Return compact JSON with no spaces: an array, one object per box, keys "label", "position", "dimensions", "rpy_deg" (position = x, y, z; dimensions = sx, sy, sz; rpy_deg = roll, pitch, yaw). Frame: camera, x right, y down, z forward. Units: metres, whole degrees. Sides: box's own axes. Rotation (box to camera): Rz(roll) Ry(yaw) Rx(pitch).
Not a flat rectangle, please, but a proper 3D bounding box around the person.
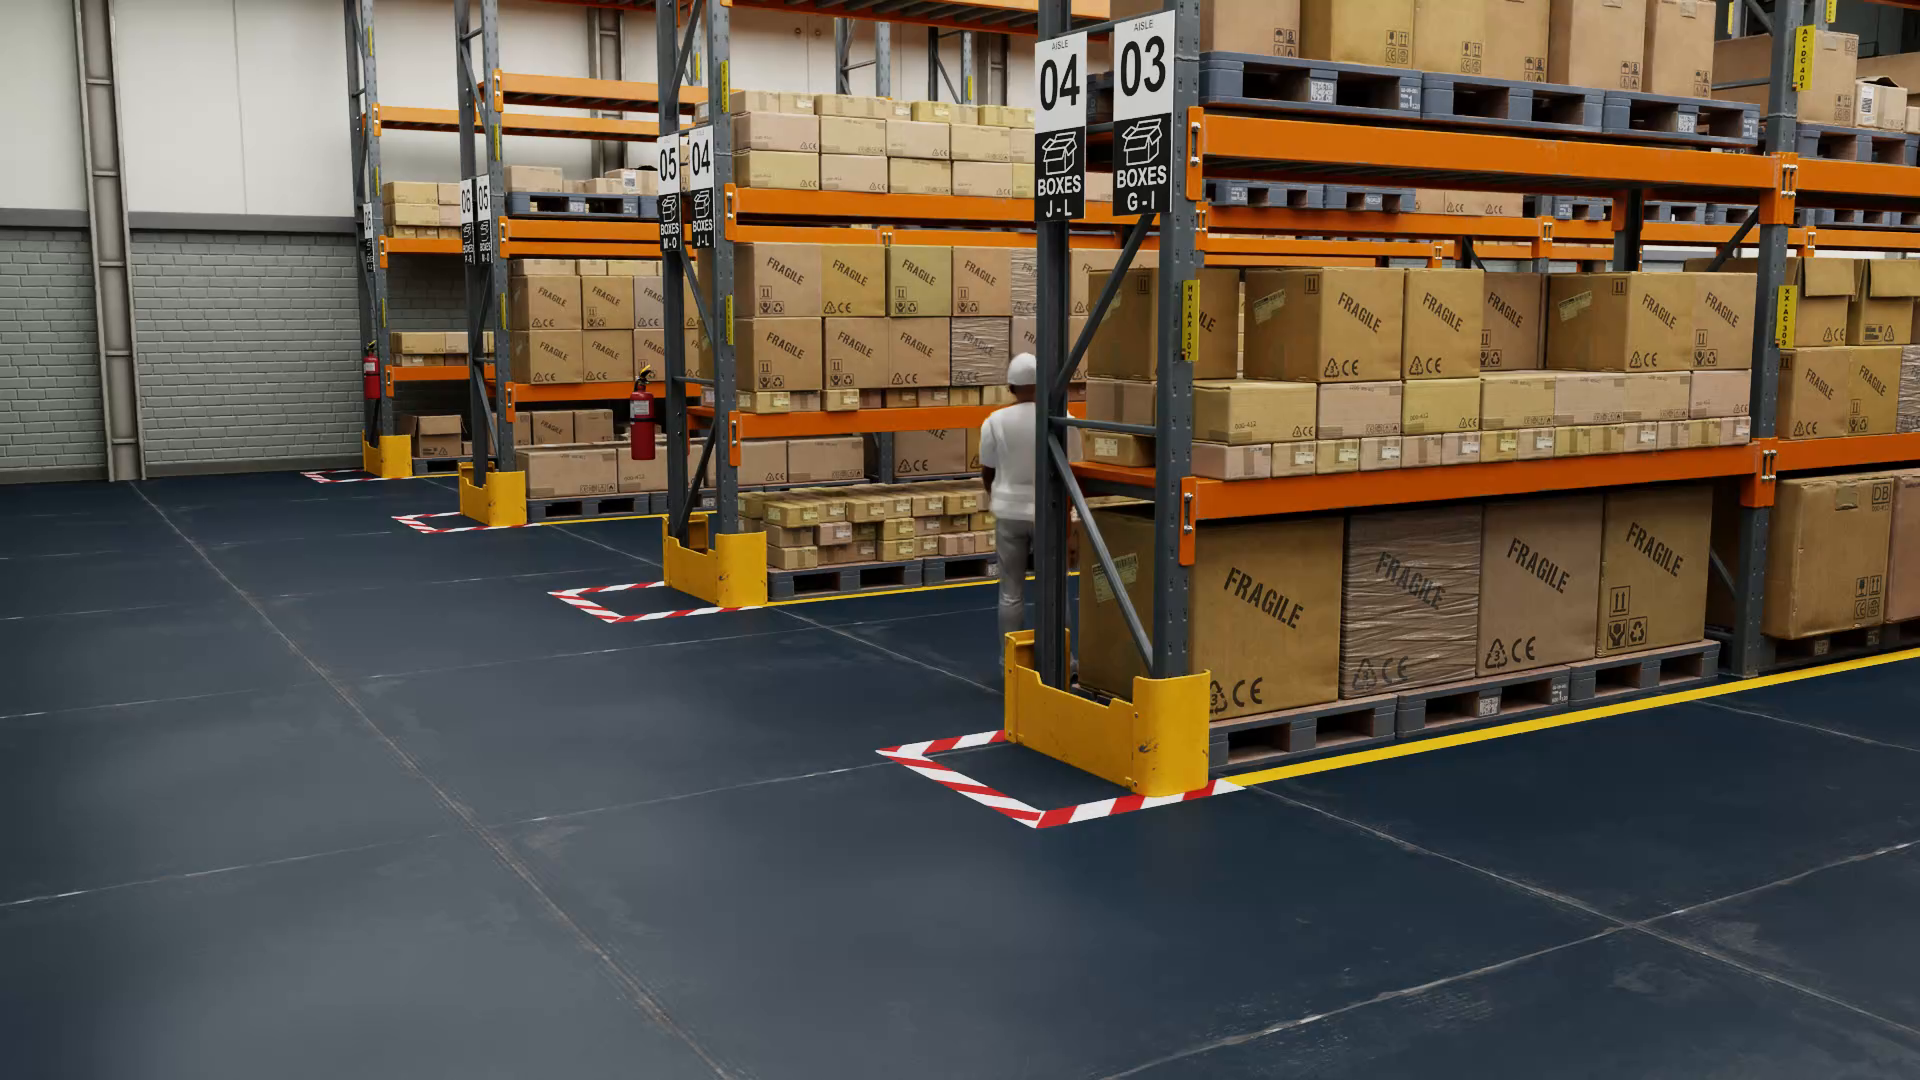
[{"label":"person","position":[0.406,-0.125,9.015],"dimensions":[0.605,1.776,0.487],"rpy_deg":[0,8,3]}]
